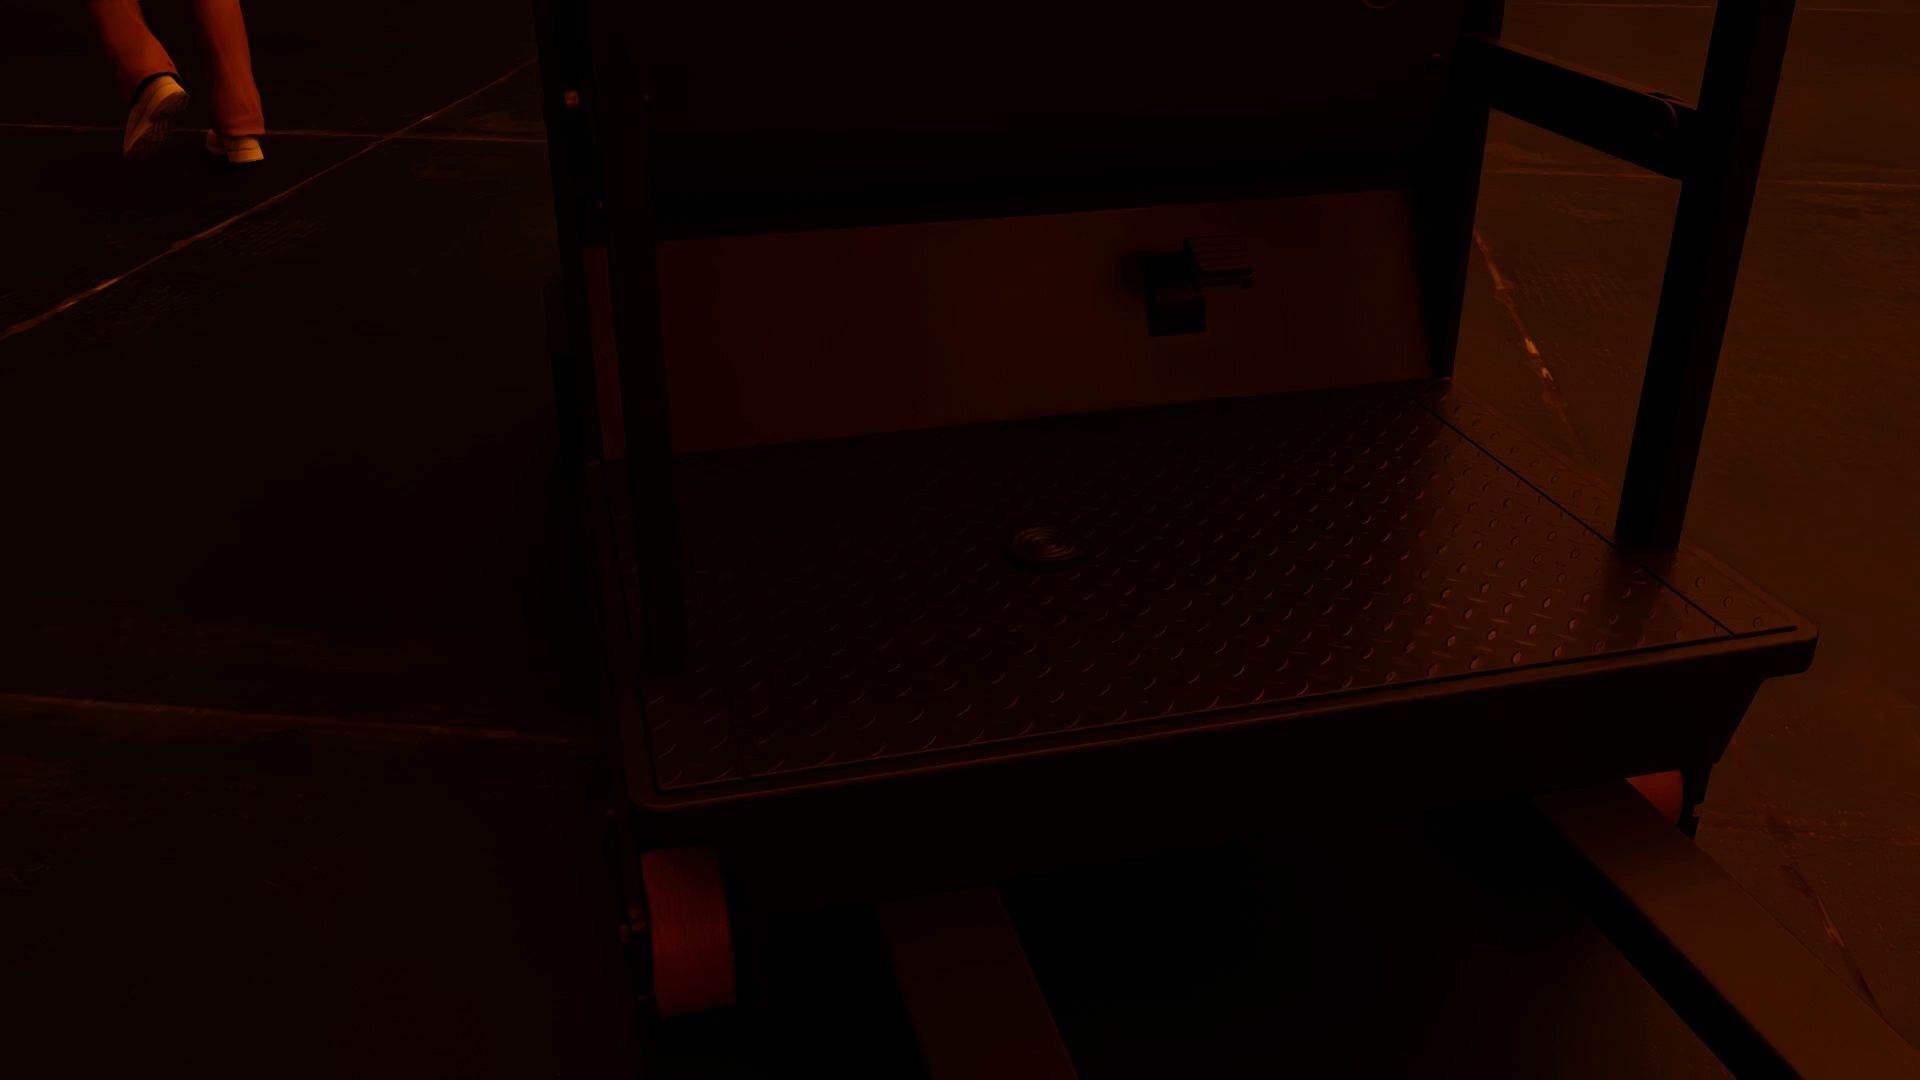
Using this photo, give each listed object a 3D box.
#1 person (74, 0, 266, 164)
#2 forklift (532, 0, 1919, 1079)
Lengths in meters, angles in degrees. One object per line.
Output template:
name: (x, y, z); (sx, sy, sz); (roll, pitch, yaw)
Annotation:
person: (-2.105, -1.811, 4.279); (0.604, 1.655, 0.464); (-22, 34, -37)
forklift: (0.153, -1.049, 1.319); (1.130, 2.935, 3.031); (-7, 27, -13)
